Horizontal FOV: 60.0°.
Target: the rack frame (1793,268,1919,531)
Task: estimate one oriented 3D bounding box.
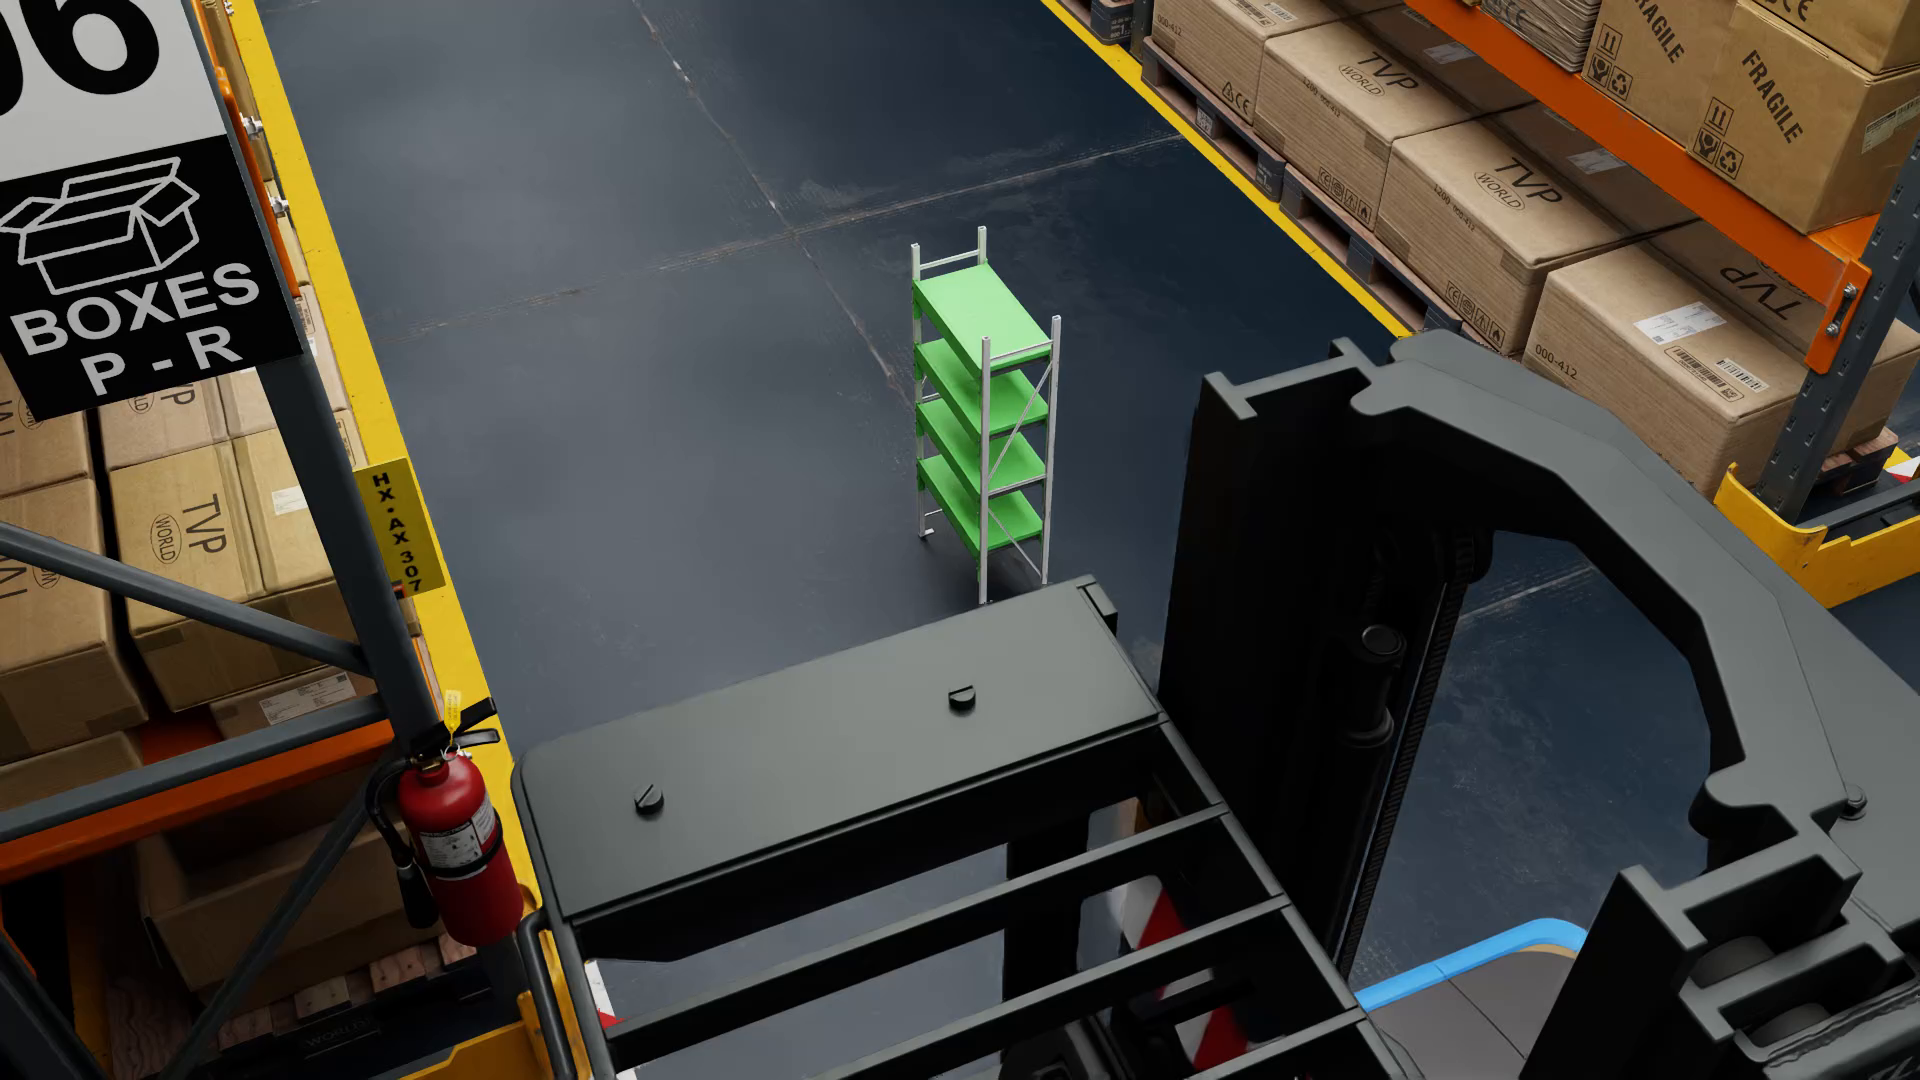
[{"bbox_3d":[2.990,-1.015,4.643,0.949,2.616,0.053,-18,47,-17],"label":"rack frame"}]

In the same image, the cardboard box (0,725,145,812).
[{"bbox_3d":[-1.891,0.410,3.378,0.380,0.149,0.250,-19,48,-18],"label":"cardboard box"}]

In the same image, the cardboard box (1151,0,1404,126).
[{"bbox_3d":[1.478,-2.371,7.542,0.875,0.438,0.875,-19,48,-18],"label":"cardboard box"}]

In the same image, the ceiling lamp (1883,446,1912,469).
[{"bbox_3d":[2.675,-1.378,7.146,0.159,0.001,3.459,-18,47,-17],"label":"ceiling lamp"}]

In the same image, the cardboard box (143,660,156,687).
[{"bbox_3d":[-1.942,0.230,3.560,0.380,0.149,0.250,-17,47,-16],"label":"cardboard box"}]

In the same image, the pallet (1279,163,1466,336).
[{"bbox_3d":[2.077,-1.286,6.903,1.003,0.211,1.213,-18,47,-17],"label":"pallet"}]

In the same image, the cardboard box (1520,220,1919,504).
[{"bbox_3d":[2.625,-0.645,5.793,0.875,0.438,0.875,-20,48,-19],"label":"cardboard box"}]

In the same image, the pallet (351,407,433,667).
[{"bbox_3d":[-2.386,0.112,5.486,1.003,0.211,1.213,-18,47,-17],"label":"pallet"}]

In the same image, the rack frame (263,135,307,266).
[{"bbox_3d":[-3.190,-2.097,5.739,1.000,3.000,0.127,-18,47,-17],"label":"rack frame"}]

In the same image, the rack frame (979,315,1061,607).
[{"bbox_3d":[0.172,-0.166,5.064,0.240,1.200,0.015,-18,47,-17],"label":"rack frame"}]

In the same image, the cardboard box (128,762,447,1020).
[{"bbox_3d":[-1.680,0.774,4.309,0.797,0.503,0.637,-20,48,-19],"label":"cardboard box"}]

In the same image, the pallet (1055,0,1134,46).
[{"bbox_3d":[0.919,-3.042,8.683,1.003,0.211,1.213,-18,47,-17],"label":"pallet"}]

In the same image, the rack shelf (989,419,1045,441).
[{"bbox_3d":[0.070,-0.467,5.078,0.199,0.029,0.442,-18,47,-17],"label":"rack shelf"}]

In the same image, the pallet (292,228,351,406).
[{"bbox_3d":[-2.903,-0.666,6.275,1.003,0.211,1.213,-18,47,-17],"label":"pallet"}]

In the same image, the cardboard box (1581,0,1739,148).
[{"bbox_3d":[2.353,-1.605,5.170,0.500,0.500,0.500,-19,48,-18],"label":"cardboard box"}]

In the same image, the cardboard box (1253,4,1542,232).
[{"bbox_3d":[1.855,-1.800,6.964,0.875,0.438,0.875,-19,48,-19],"label":"cardboard box"}]

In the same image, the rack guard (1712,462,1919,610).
[{"bbox_3d":[3.004,-0.111,5.506,1.175,0.500,0.348,-18,47,-17],"label":"rack guard"}]

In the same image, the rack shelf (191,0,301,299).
[{"bbox_3d":[-2.349,-1.634,3.647,1.077,0.370,4.000,-18,47,-17],"label":"rack shelf"}]

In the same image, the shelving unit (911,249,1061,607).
[{"bbox_3d":[4.177,-4.790,9.751,13.061,1.200,8.595,-18,47,-17],"label":"shelving unit"}]

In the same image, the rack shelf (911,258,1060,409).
[{"bbox_3d":[0.070,-0.618,4.929,0.258,0.148,0.480,-18,47,-17],"label":"rack shelf"}]

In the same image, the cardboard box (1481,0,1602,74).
[{"bbox_3d":[2.128,-1.930,5.499,0.500,0.500,0.500,-17,47,-16],"label":"cardboard box"}]

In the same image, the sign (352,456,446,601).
[{"bbox_3d":[-1.016,-0.016,3.014,0.100,0.325,0.005,-18,47,-17],"label":"sign"}]

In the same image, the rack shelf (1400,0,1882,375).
[{"bbox_3d":[2.153,-2.034,6.188,1.077,0.370,4.000,-18,47,-17],"label":"rack shelf"}]

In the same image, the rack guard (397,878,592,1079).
[{"bbox_3d":[-1.540,1.294,4.083,1.175,0.500,0.348,-18,47,-17],"label":"rack guard"}]

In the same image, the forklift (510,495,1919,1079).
[{"bbox_3d":[3.396,-0.313,4.043,10.829,2.843,2.598,-17,47,-16],"label":"forklift"}]

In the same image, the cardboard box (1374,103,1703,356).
[{"bbox_3d":[2.233,-1.225,6.381,0.875,0.438,0.875,-17,47,-16],"label":"cardboard box"}]

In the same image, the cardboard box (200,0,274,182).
[{"bbox_3d":[-2.086,-1.192,4.183,0.500,0.500,0.500,-17,47,-16],"label":"cardboard box"}]

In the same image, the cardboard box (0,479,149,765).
[{"bbox_3d":[-1.943,0.185,3.322,0.500,0.250,0.500,-17,47,-16],"label":"cardboard box"}]

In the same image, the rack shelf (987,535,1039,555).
[{"bbox_3d":[0.070,-0.126,5.415,0.199,0.029,0.442,-18,47,-17],"label":"rack shelf"}]

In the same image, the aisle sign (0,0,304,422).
[{"bbox_3d":[-1.213,-0.516,2.287,0.394,0.787,0.004,-18,47,-17],"label":"aisle sign"}]

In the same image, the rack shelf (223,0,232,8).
[{"bbox_3d":[-4.031,-3.115,7.284,1.077,0.370,4.000,-18,47,-17],"label":"rack shelf"}]

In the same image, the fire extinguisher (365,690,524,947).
[{"bbox_3d":[-1.027,0.570,3.358,0.296,0.674,0.183,-18,47,-17],"label":"fire extinguisher"}]

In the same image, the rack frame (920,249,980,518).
[{"bbox_3d":[-0.034,-0.477,5.379,0.228,1.046,0.006,-18,47,-17],"label":"rack frame"}]

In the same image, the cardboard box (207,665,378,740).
[{"bbox_3d":[-1.398,0.251,3.539,0.380,0.149,0.250,-18,48,-18],"label":"cardboard box"}]

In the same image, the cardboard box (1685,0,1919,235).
[{"bbox_3d":[2.551,-1.281,4.841,0.500,0.500,0.500,-18,47,-17],"label":"cardboard box"}]

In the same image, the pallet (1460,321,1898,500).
[{"bbox_3d":[2.586,-0.510,6.116,1.003,0.211,1.213,-18,47,-17],"label":"pallet"}]
